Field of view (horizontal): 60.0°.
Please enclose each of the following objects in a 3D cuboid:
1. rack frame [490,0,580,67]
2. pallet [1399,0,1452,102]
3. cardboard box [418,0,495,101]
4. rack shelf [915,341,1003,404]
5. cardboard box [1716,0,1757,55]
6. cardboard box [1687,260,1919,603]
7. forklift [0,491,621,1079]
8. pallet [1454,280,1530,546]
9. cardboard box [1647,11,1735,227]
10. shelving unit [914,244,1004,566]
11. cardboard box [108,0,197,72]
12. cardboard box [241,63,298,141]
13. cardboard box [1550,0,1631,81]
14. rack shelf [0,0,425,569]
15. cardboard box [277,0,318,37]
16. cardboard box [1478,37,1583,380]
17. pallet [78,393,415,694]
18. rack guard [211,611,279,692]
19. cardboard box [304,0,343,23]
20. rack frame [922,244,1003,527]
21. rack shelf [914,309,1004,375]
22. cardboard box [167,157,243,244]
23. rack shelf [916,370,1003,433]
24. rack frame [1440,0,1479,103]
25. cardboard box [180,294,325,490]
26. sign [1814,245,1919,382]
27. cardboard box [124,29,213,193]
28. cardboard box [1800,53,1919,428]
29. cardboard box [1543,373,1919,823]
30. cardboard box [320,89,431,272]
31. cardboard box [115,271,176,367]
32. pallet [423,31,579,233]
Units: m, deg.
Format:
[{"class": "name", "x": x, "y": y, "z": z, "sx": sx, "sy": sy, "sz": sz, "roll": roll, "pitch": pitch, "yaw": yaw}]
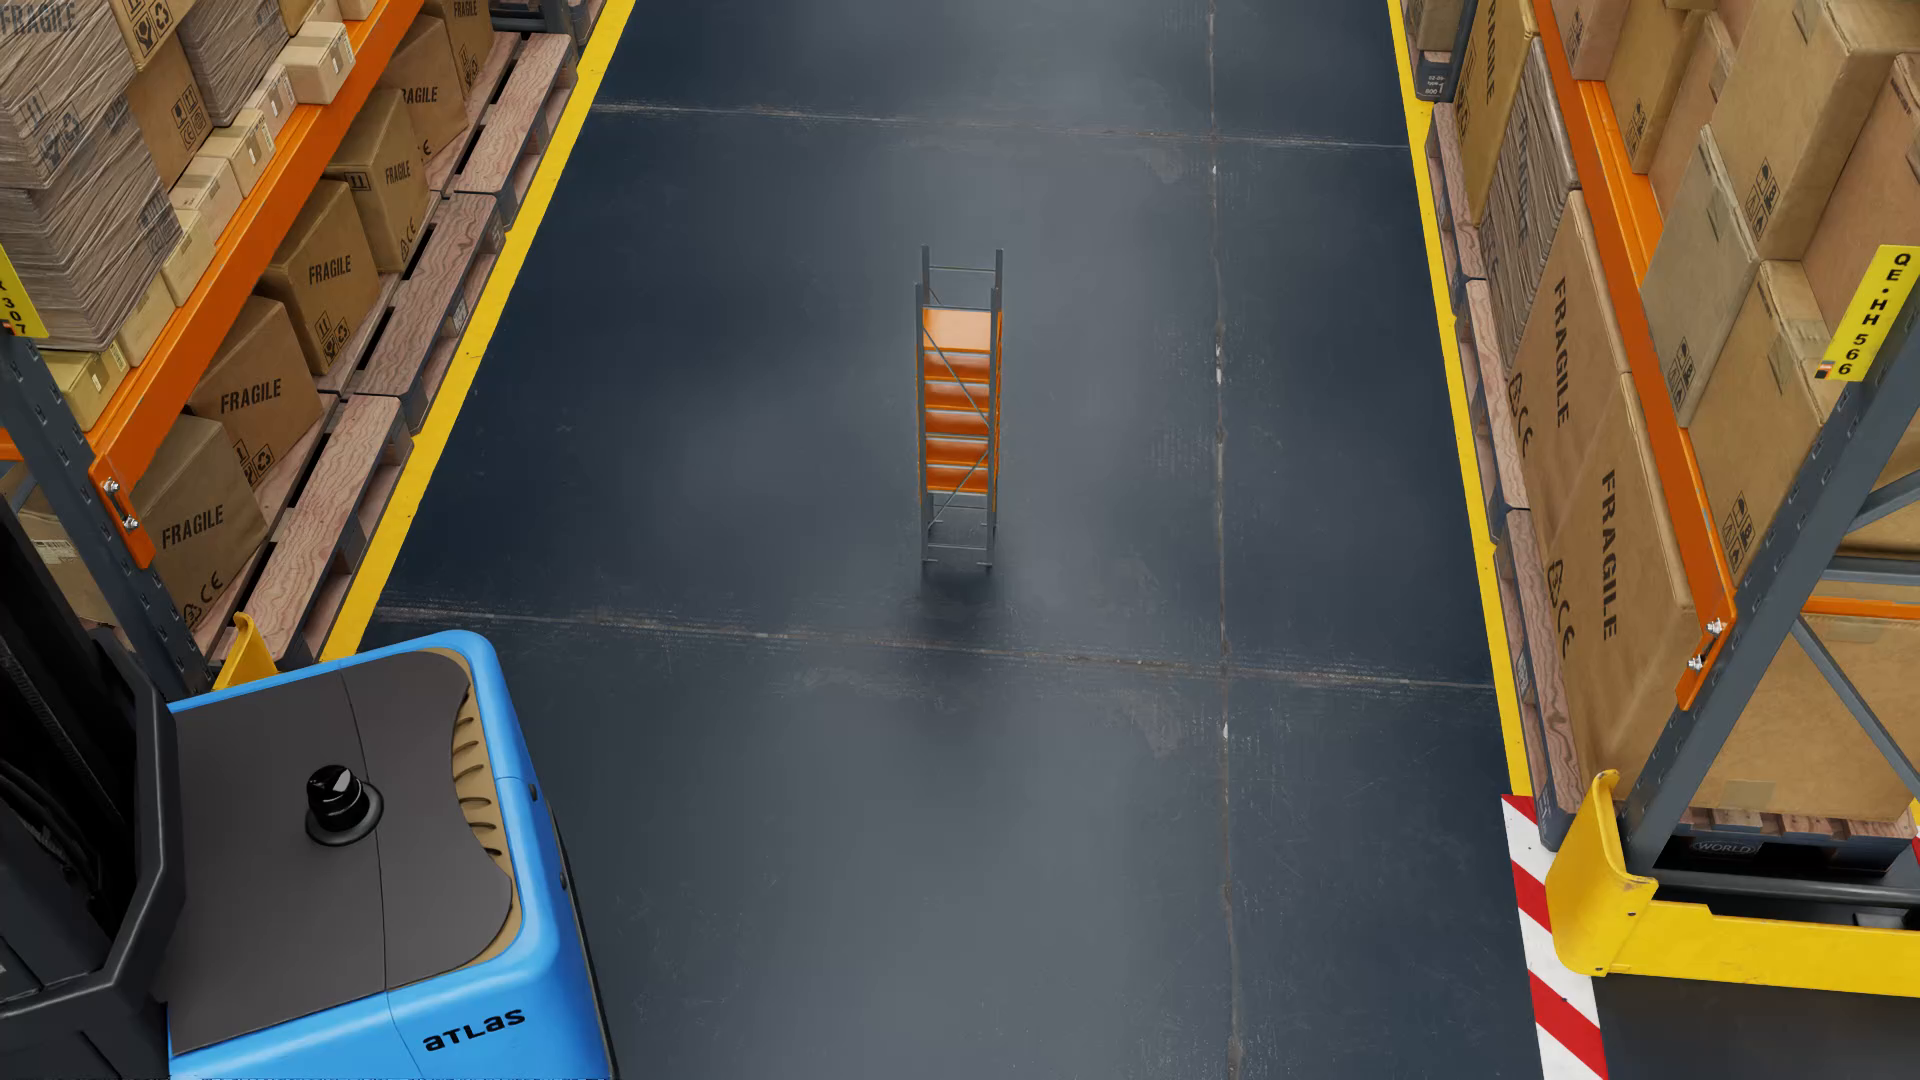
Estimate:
[{"class": "rack frame", "x": -2.291, "y": -3.256, "z": 6.695, "sx": 1.000, "sy": 3.000, "sz": 0.127, "roll": 4, "pitch": 48, "yaw": 4}, {"class": "pallet", "x": 2.634, "y": -2.479, "z": 7.875, "sx": 1.003, "sy": 0.211, "sz": 1.213, "roll": 4, "pitch": 48, "yaw": 4}, {"class": "cardboard box", "x": -2.368, "y": -2.263, "z": 7.196, "sx": 0.500, "sy": 0.500, "sz": 0.500, "roll": 3, "pitch": 48, "yaw": 2}, {"class": "rack shelf", "x": -0.001, "y": -0.526, "z": 5.153, "sx": 0.258, "sy": 0.103, "sz": 0.180, "roll": 4, "pitch": 48, "yaw": 4}, {"class": "cardboard box", "x": 2.491, "y": -1.407, "z": 4.171, "sx": 0.875, "sy": 0.550, "sz": 0.550, "roll": 4, "pitch": 48, "yaw": 4}, {"class": "cardboard box", "x": 2.263, "y": -0.235, "z": 3.831, "sx": 0.875, "sy": 0.550, "sz": 0.550, "roll": 4, "pitch": 48, "yaw": 4}, {"class": "forklift", "x": -2.416, "y": 0.648, "z": 3.171, "sx": 3.031, "sy": 2.935, "sz": 1.130, "roll": -15, "pitch": 49, "yaw": -13}, {"class": "pallet", "x": 2.383, "y": -0.455, "z": 6.023, "sx": 1.003, "sy": 0.211, "sz": 1.213, "roll": 4, "pitch": 48, "yaw": 4}, {"class": "cardboard box", "x": 2.468, "y": -1.044, "z": 4.570, "sx": 0.875, "sy": 0.550, "sz": 0.550, "roll": 4, "pitch": 48, "yaw": 4}, {"class": "shelving unit", "x": -0.001, "y": -0.394, "z": 5.298, "sx": 0.258, "sy": 1.200, "sz": 0.189, "roll": 4, "pitch": 48, "yaw": 4}, {"class": "cardboard box", "x": -2.282, "y": -1.541, "z": 4.180, "sx": 0.500, "sy": 0.500, "sz": 0.500, "roll": 4, "pitch": 48, "yaw": 4}, {"class": "cardboard box", "x": -2.285, "y": -1.344, "z": 5.117, "sx": 0.380, "sy": 0.149, "sz": 0.250, "roll": 4, "pitch": 48, "yaw": 4}, {"class": "cardboard box", "x": 2.423, "y": -1.832, "z": 5.292, "sx": 0.875, "sy": 0.550, "sz": 0.550, "roll": 4, "pitch": 48, "yaw": 4}, {"class": "rack shelf", "x": -2.474, "y": -1.544, "z": 5.617, "sx": 1.077, "sy": 0.370, "sz": 4.000, "roll": 4, "pitch": 48, "yaw": 4}, {"class": "cardboard box", "x": -2.506, "y": -1.960, "z": 5.240, "sx": 0.875, "sy": 0.500, "sz": 0.500, "roll": 4, "pitch": 48, "yaw": 4}, {"class": "cardboard box", "x": 2.434, "y": -1.153, "z": 5.927, "sx": 0.875, "sy": 0.875, "sz": 0.875, "roll": 4, "pitch": 48, "yaw": 4}, {"class": "pallet", "x": -2.540, "y": -0.026, "z": 5.631, "sx": 1.003, "sy": 0.211, "sz": 1.213, "roll": 4, "pitch": 48, "yaw": 4}, {"class": "rack guard", "x": -2.649, "y": 0.471, "z": 4.980, "sx": 1.175, "sy": 0.500, "sz": 0.348, "roll": 4, "pitch": 48, "yaw": 4}, {"class": "cardboard box", "x": -2.268, "y": -1.714, "z": 5.455, "sx": 0.380, "sy": 0.149, "sz": 0.250, "roll": 4, "pitch": 48, "yaw": 4}, {"class": "rack frame", "x": 0.007, "y": -0.462, "z": 5.359, "sx": 0.240, "sy": 1.200, "sz": 0.006, "roll": 4, "pitch": 48, "yaw": 4}, {"class": "rack shelf", "x": -0.001, "y": -0.607, "z": 5.065, "sx": 0.258, "sy": 0.103, "sz": 0.180, "roll": 4, "pitch": 48, "yaw": 4}, {"class": "cardboard box", "x": -2.311, "y": -0.976, "z": 4.780, "sx": 0.380, "sy": 0.149, "sz": 0.250, "roll": 4, "pitch": 48, "yaw": 4}, {"class": "rack shelf", "x": -0.001, "y": -0.445, "z": 5.242, "sx": 0.258, "sy": 0.103, "sz": 0.180, "roll": 4, "pitch": 48, "yaw": 4}, {"class": "rack frame", "x": 2.639, "y": -2.848, "z": 6.322, "sx": 1.000, "sy": 3.000, "sz": 0.127, "roll": 4, "pitch": 48, "yaw": 4}, {"class": "cardboard box", "x": -2.562, "y": -0.514, "z": 5.597, "sx": 0.500, "sy": 0.500, "sz": 0.500, "roll": 15, "pitch": 49, "yaw": 14}, {"class": "sign", "x": 1.735, "y": -0.426, "z": 3.162, "sx": 0.100, "sy": 0.325, "sz": 0.005, "roll": 4, "pitch": 48, "yaw": 4}, {"class": "cardboard box", "x": -2.652, "y": -1.229, "z": 4.572, "sx": 0.875, "sy": 0.500, "sz": 0.500, "roll": 4, "pitch": 48, "yaw": 4}, {"class": "cardboard box", "x": 2.347, "y": -0.594, "z": 3.427, "sx": 0.875, "sy": 0.550, "sz": 0.550, "roll": 4, "pitch": 48, "yaw": 4}, {"class": "cardboard box", "x": 2.270, "y": 0.164, "z": 4.723, "sx": 0.875, "sy": 0.875, "sz": 0.875, "roll": 4, "pitch": 48, "yaw": 4}, {"class": "cardboard box", "x": -2.391, "y": -1.380, "z": 6.389, "sx": 0.500, "sy": 0.500, "sz": 0.500, "roll": 0, "pitch": 48, "yaw": 0}, {"class": "cardboard box", "x": -2.350, "y": -0.608, "z": 4.443, "sx": 0.380, "sy": 0.149, "sz": 0.250, "roll": 4, "pitch": 48, "yaw": 4}, {"class": "pallet", "x": -2.317, "y": -1.819, "z": 7.271, "sx": 1.003, "sy": 0.211, "sz": 1.213, "roll": 4, "pitch": 48, "yaw": 4}]
